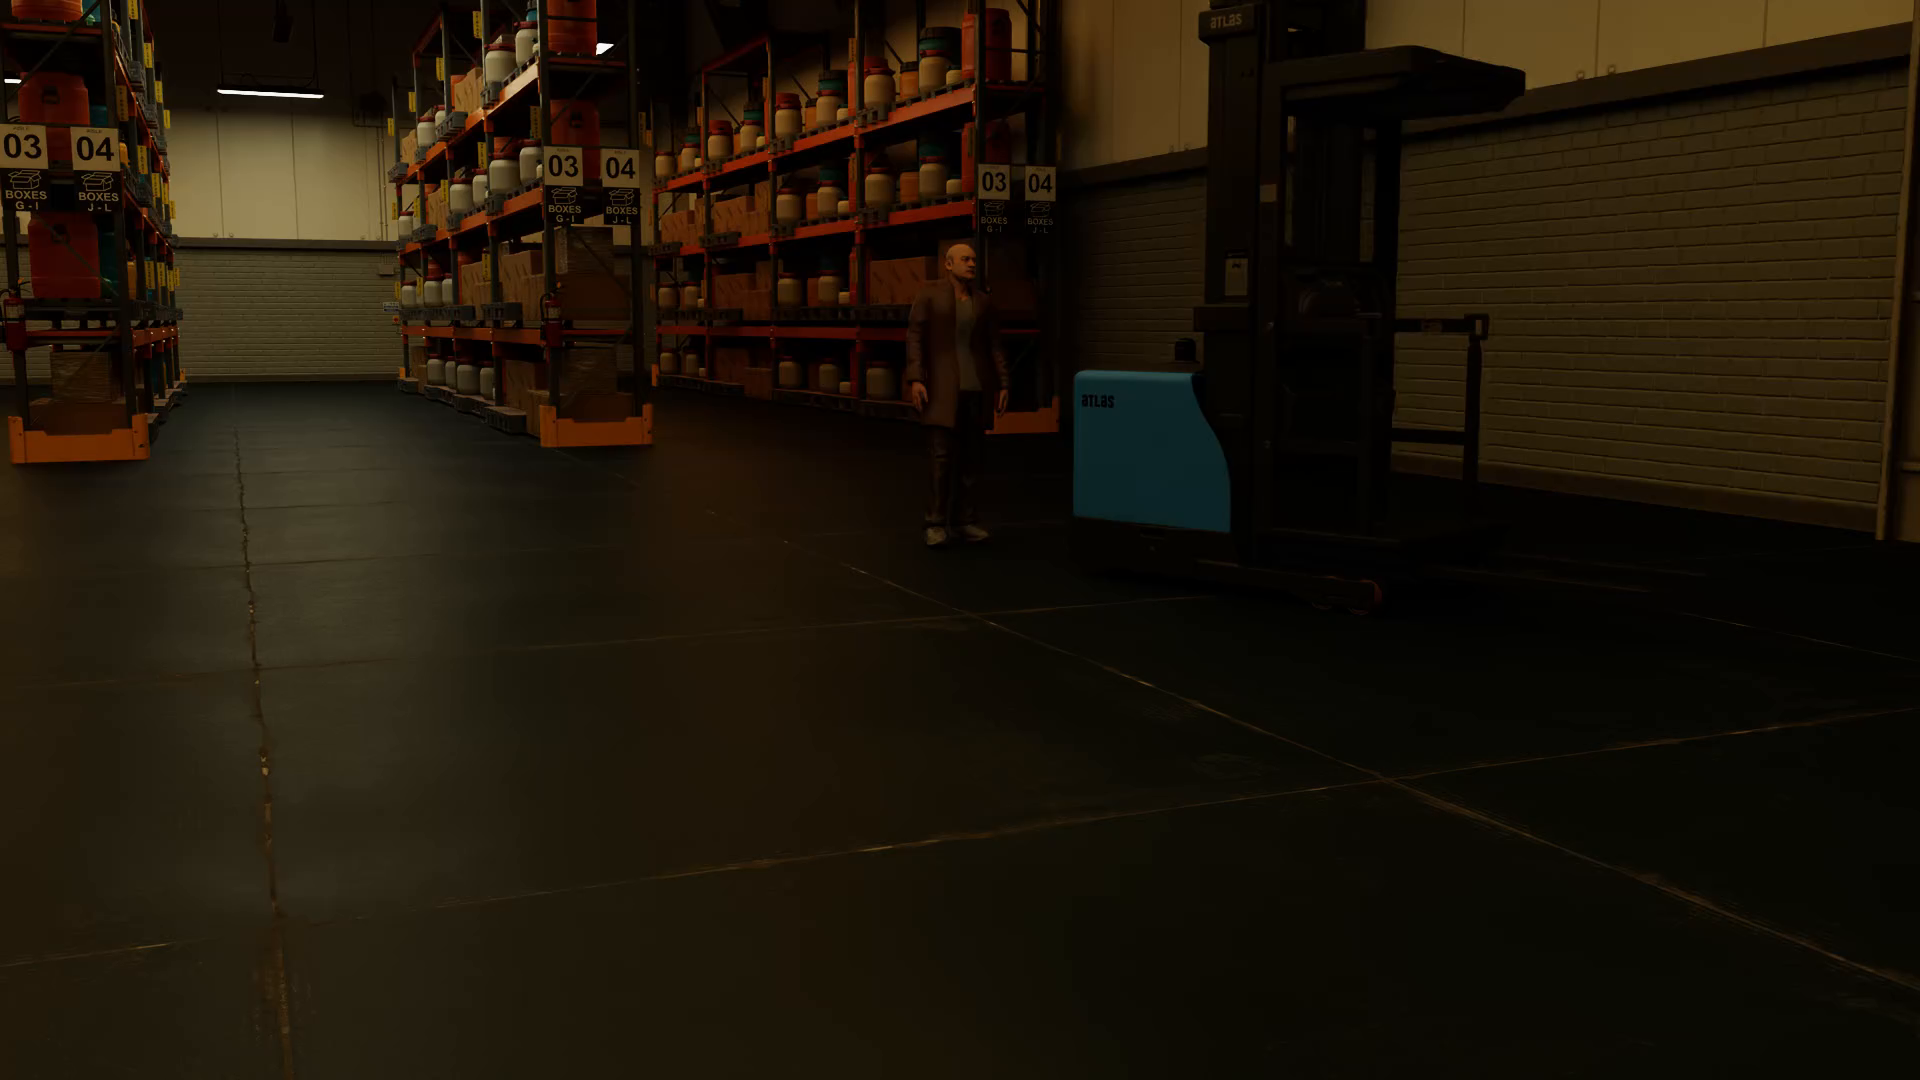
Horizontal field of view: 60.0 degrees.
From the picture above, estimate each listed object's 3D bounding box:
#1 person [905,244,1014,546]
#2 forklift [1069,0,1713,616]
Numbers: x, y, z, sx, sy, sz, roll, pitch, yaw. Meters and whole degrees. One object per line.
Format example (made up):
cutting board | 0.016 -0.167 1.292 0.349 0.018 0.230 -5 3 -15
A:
person | 0.033 -0.877 9.952 0.696 1.778 0.579 -3 8 -23
forklift | 1.983 -1.185 7.930 3.031 2.935 1.130 7 10 44
